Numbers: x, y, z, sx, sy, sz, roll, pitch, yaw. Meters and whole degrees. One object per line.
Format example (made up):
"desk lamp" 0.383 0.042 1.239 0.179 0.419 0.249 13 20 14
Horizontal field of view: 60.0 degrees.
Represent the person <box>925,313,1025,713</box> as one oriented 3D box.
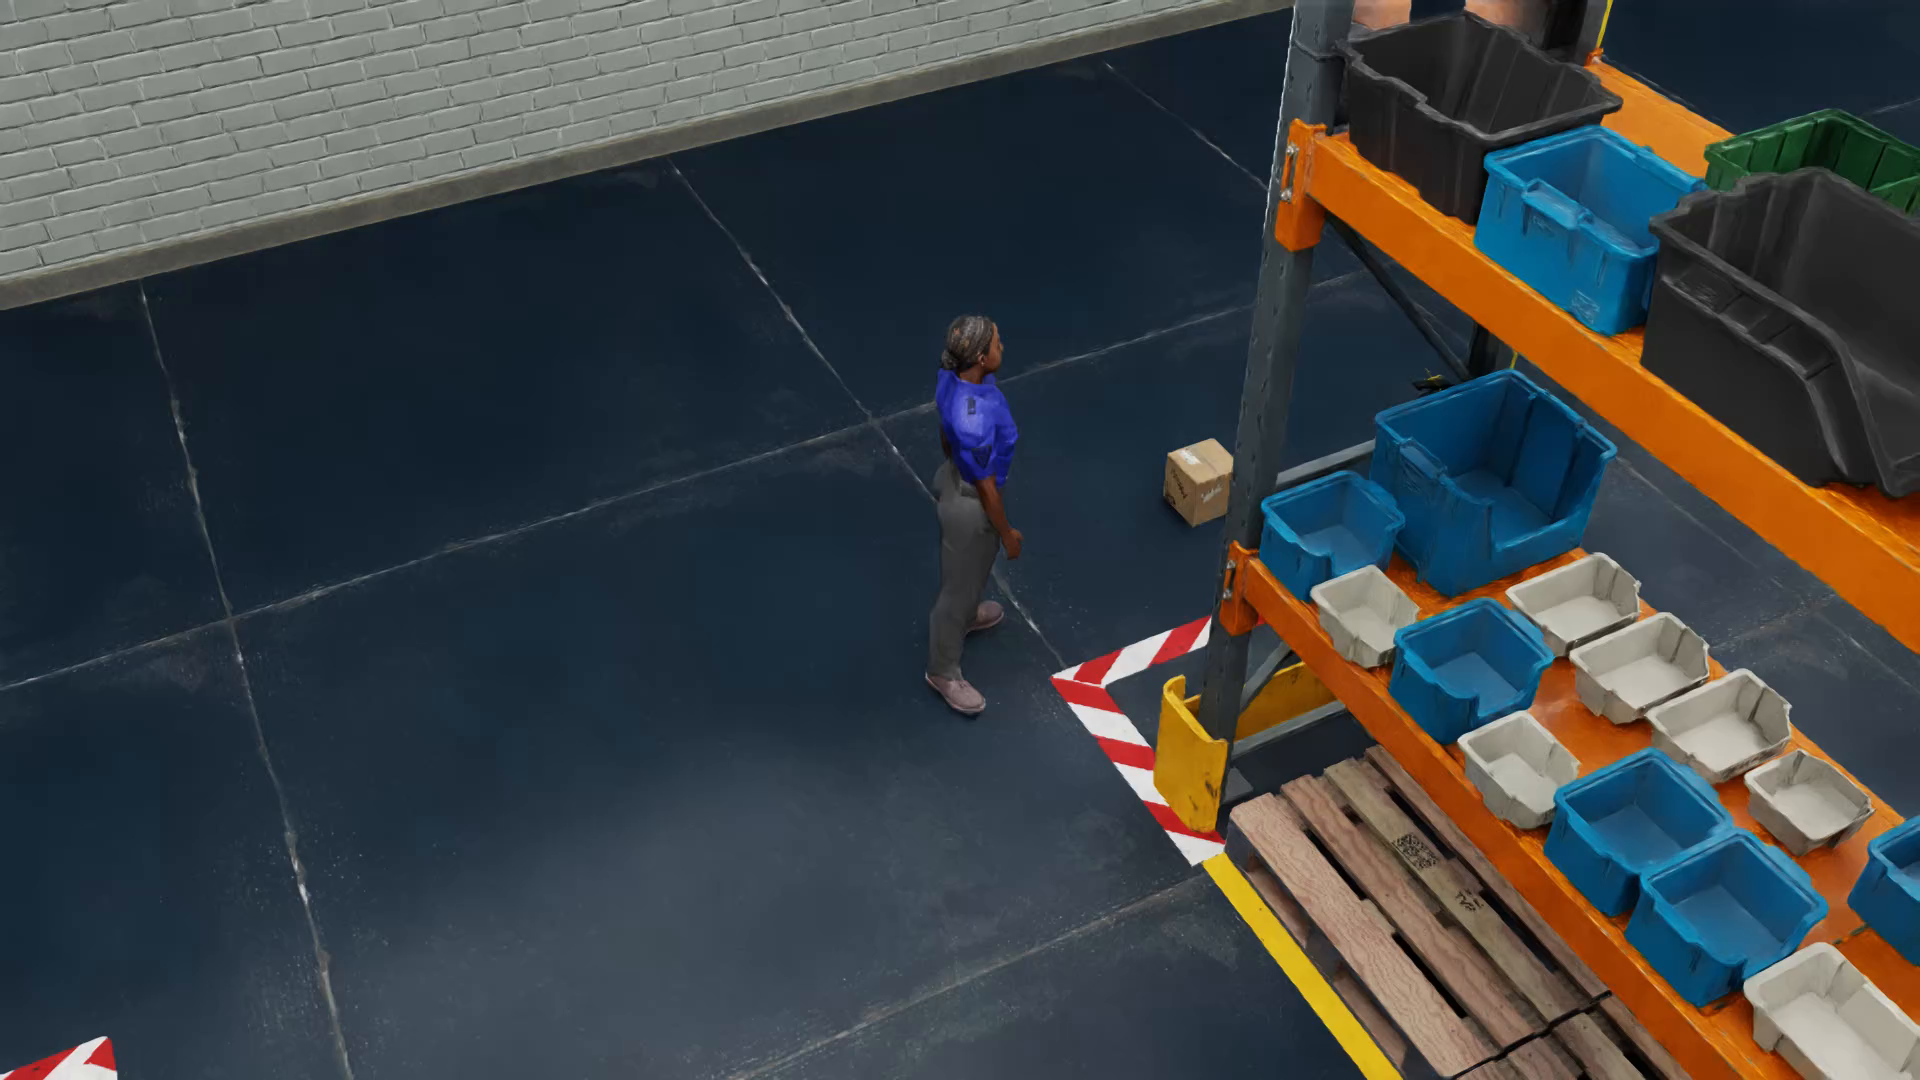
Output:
"person" 0.037 -0.124 6.280 0.384 1.666 0.613 -4 42 -5
